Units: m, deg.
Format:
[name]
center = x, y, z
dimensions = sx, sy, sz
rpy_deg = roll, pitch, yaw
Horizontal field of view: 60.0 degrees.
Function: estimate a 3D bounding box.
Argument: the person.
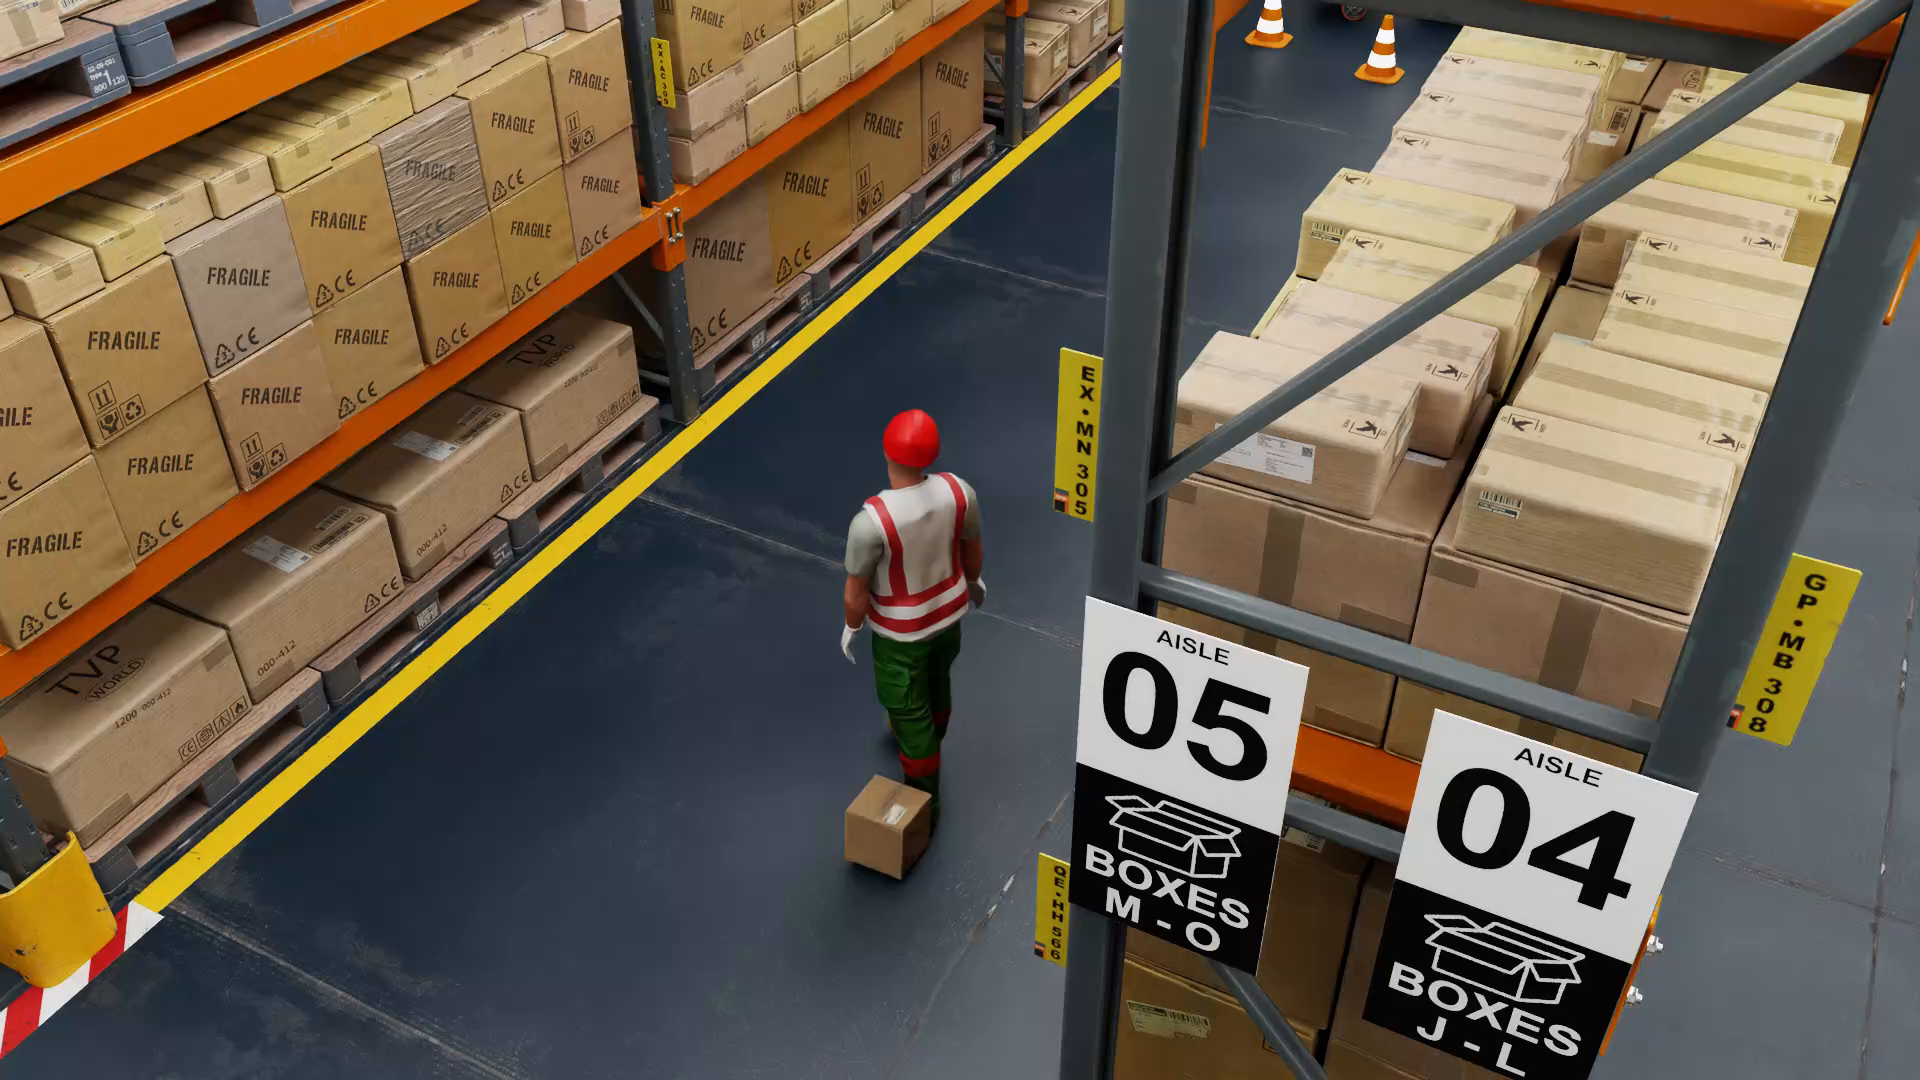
[person]
center = -0.180, 0.248, 6.369
dimensions = 0.646, 1.786, 0.587
rpy_deg = -27, 45, -30
